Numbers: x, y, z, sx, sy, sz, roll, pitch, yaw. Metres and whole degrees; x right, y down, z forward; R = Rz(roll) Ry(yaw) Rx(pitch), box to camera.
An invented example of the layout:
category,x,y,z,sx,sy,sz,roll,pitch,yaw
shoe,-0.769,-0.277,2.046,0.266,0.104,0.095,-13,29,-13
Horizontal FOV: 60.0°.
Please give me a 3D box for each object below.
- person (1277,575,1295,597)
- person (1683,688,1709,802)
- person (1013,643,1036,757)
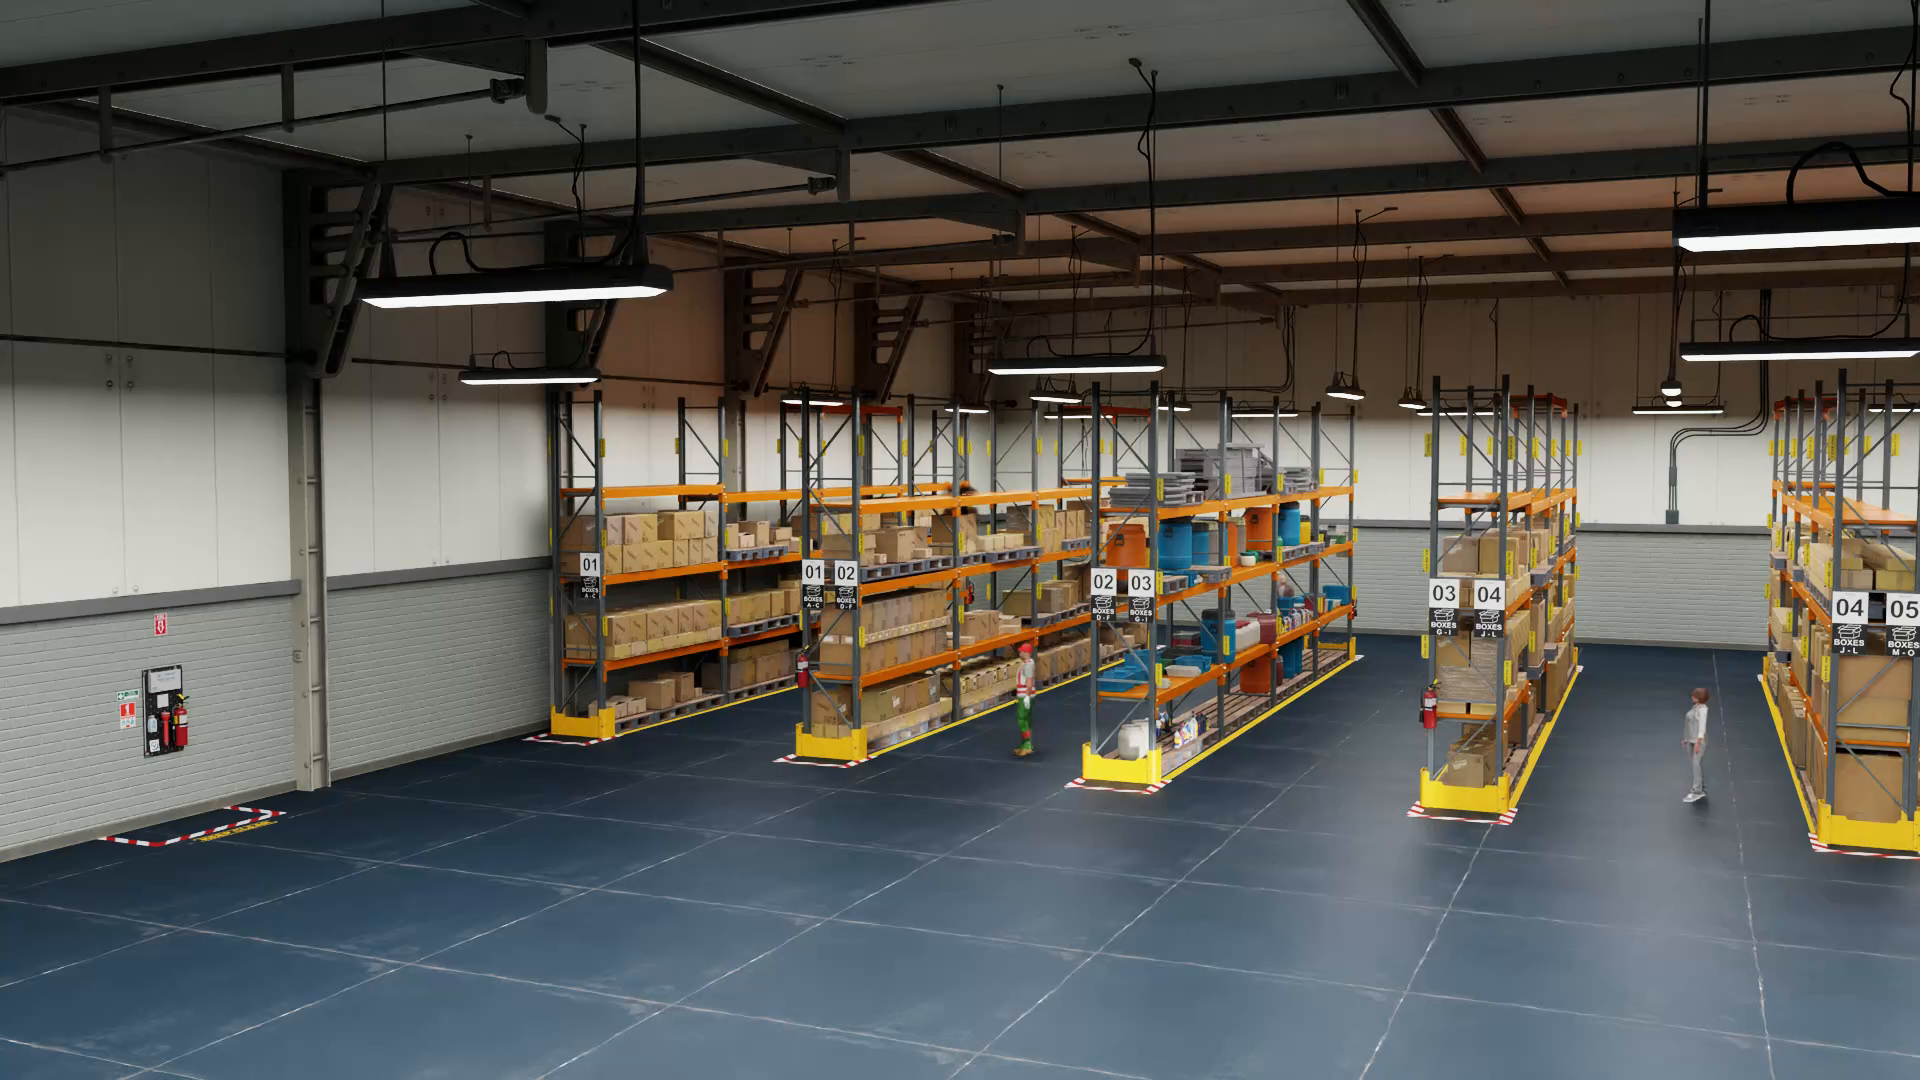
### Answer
category,x,y,z,sx,sy,sz,roll,pitch,yaw
person,8.249,1.779,42.433,0.575,1.793,0.492,0,3,6
person,10.485,2.905,23.698,0.486,1.616,0.431,-1,3,-10
person,1.055,2.611,27.243,0.375,1.830,0.618,0,3,4
